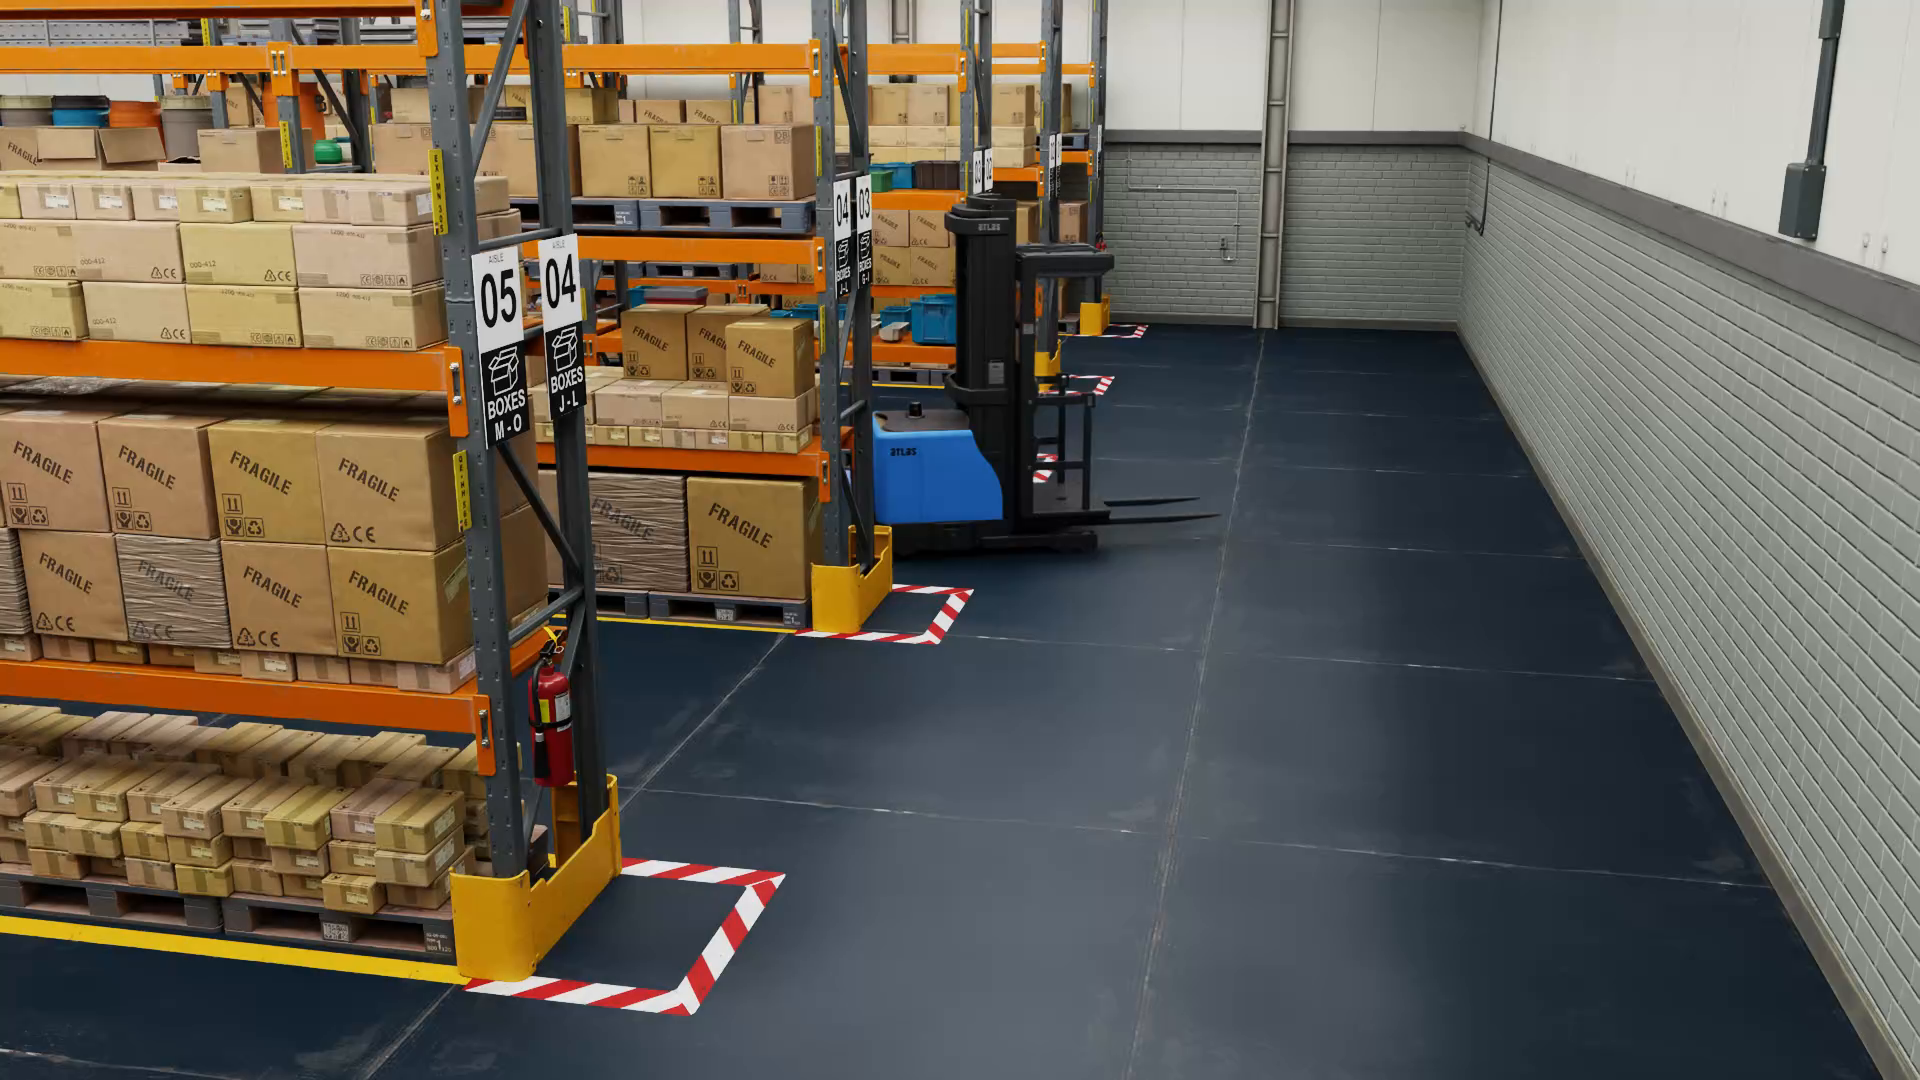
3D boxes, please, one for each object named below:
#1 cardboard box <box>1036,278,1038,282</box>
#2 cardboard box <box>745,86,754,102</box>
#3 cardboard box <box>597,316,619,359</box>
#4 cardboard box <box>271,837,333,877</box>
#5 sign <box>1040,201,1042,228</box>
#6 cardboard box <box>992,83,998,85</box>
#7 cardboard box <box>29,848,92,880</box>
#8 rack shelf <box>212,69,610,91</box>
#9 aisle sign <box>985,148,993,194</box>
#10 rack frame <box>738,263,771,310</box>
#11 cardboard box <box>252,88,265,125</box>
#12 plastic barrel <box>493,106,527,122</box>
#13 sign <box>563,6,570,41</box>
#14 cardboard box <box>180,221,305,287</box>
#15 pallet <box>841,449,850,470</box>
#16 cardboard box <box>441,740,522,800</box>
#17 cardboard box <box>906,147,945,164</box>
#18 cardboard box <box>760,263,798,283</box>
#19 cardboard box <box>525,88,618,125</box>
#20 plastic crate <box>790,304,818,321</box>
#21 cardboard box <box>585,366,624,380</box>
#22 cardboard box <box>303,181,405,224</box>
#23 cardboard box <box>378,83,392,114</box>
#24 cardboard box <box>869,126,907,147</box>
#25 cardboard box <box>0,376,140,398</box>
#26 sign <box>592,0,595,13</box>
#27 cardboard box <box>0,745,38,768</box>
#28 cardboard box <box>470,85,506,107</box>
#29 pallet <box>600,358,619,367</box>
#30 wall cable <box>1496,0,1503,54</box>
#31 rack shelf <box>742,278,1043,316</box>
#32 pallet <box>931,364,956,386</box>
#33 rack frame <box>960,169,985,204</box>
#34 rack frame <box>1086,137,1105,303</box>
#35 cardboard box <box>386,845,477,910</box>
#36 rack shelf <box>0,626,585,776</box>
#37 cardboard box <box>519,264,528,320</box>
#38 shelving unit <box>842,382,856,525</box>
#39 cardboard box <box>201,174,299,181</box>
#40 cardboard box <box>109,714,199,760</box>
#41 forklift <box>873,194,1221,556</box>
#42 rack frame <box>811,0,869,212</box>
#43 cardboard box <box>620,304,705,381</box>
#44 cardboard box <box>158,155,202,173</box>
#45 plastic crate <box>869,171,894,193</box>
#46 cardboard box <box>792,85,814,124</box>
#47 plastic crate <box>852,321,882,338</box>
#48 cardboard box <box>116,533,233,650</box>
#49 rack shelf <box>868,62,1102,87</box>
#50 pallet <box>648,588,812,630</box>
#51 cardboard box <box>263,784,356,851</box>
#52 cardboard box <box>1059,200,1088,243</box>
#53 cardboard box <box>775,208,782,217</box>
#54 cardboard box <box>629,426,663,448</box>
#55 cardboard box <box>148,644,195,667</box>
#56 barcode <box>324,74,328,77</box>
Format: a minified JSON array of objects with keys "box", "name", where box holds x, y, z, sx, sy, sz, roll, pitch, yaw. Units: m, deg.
[{"box":[0.769,-3.658,21.891,0.500,0.500,0.500,3,16,12],"name":"cardboard box"},{"box":[-3.165,-7.200,26.829,0.500,0.250,0.500,3,16,9],"name":"cardboard box"},{"box":[-4.782,-2.770,22.732,0.500,0.500,0.500,3,16,9],"name":"cardboard box"},{"box":[-2.997,1.414,7.765,0.250,0.149,0.380,2,16,9],"name":"cardboard box"},{"box":[1.021,-4.083,20.853,0.005,0.325,0.100,3,16,11],"name":"sign"},{"box":[0.362,-6.821,25.780,0.500,0.500,0.500,2,16,9],"name":"cardboard box"},{"box":[-4.261,1.487,8.059,0.250,0.149,0.380,3,16,10],"name":"cardboard box"},{"box":[-5.719,-4.892,17.394,4.000,0.370,1.077,3,16,11],"name":"rack shelf"},{"box":[0.291,-3.548,16.812,0.004,0.787,0.394,3,16,11],"name":"aisle sign"},{"box":[-2.768,-3.730,22.338,0.127,3.000,1.000,3,16,11],"name":"rack frame"},{"box":[-9.448,-6.025,23.095,0.500,0.500,0.500,5,16,16],"name":"cardboard box"},{"box":[-4.694,-4.168,17.163,0.600,0.588,0.600,0,15,0],"name":"plastic barrel"},{"box":[-3.870,-5.081,16.369,0.005,0.325,0.100,3,16,11],"name":"sign"},{"box":[-2.917,-1.233,7.049,0.500,0.250,0.500,3,16,10],"name":"cardboard box"},{"box":[-0.640,-0.932,17.460,1.213,0.211,1.003,3,16,11],"name":"pallet"},{"box":[-2.359,1.134,8.217,0.250,0.149,0.380,2,16,9],"name":"cardboard box"},{"box":[-0.385,-4.901,21.229,0.500,0.250,0.500,3,16,11],"name":"cardboard box"},{"box":[-2.323,-3.680,21.970,0.500,0.500,0.500,4,16,13],"name":"cardboard box"},{"box":[-2.804,-3.142,12.029,0.500,0.250,0.500,3,16,9],"name":"cardboard box"},{"box":[-1.600,-2.355,17.576,0.300,0.233,0.416,3,16,11],"name":"plastic crate"},{"box":[-2.757,-1.173,12.831,0.500,0.250,0.500,3,16,10],"name":"cardboard box"},{"box":[-2.524,-1.414,6.956,0.250,0.149,0.380,3,16,12],"name":"cardboard box"},{"box":[-10.047,-7.538,28.367,0.500,0.500,0.500,3,16,12],"name":"cardboard box"},{"box":[-0.873,-5.171,21.266,0.500,0.250,0.500,3,16,11],"name":"cardboard box"},{"box":[-4.312,-0.509,8.091,0.500,0.500,0.500,4,16,13],"name":"cardboard box"},{"box":[-5.803,-8.476,26.335,0.005,0.325,0.100,3,16,11],"name":"sign"},{"box":[-4.761,1.149,8.163,0.250,0.149,0.380,3,16,10],"name":"cardboard box"},{"box":[-6.262,-5.893,22.469,0.500,0.500,0.500,3,16,11],"name":"cardboard box"},{"box":[-4.772,-2.484,23.063,1.213,0.211,1.003,3,16,11],"name":"pallet"},{"box":[7.067,-7.540,21.210,0.112,2.526,3.097,3,16,11],"name":"wall cable"},{"box":[-0.808,-3.277,22.050,4.000,0.370,1.077,3,16,11],"name":"rack shelf"},{"box":[0.296,-2.219,22.109,1.213,0.211,1.003,3,16,11],"name":"pallet"},{"box":[0.161,-2.221,16.893,0.127,3.000,1.000,3,16,11],"name":"rack frame"},{"box":[2.135,-4.813,26.249,0.127,3.000,1.000,3,16,11],"name":"rack frame"},{"box":[-2.471,1.564,7.779,0.250,0.149,0.380,3,16,12],"name":"cardboard box"},{"box":[-3.873,0.607,8.031,4.000,0.370,1.077,3,16,11],"name":"rack shelf"},{"box":[-2.303,-1.098,7.498,0.500,0.250,0.500,4,16,13],"name":"cardboard box"},{"box":[-1.345,-0.642,14.000,1.048,1.500,0.538,3,16,10],"name":"shelving unit"},{"box":[-3.195,-1.568,7.512,0.250,0.149,0.380,4,16,13],"name":"cardboard box"},{"box":[-4.140,1.039,8.560,0.250,0.149,0.380,3,16,9],"name":"cardboard box"},{"box":[0.725,-1.442,14.206,3.031,2.935,1.130,-2,16,-9],"name":"forklift"},{"box":[-0.826,-3.817,11.414,0.127,3.000,1.000,3,16,11],"name":"rack frame"},{"box":[-2.242,-1.507,12.632,0.500,0.500,0.500,3,16,10],"name":"cardboard box"},{"box":[-5.803,-2.826,12.835,0.500,0.311,0.500,3,16,9],"name":"cardboard box"},{"box":[-0.863,-3.543,16.440,0.336,0.188,0.450,3,16,11],"name":"plastic crate"},{"box":[-1.822,-5.626,21.504,0.500,0.500,0.700,3,16,11],"name":"cardboard box"},{"box":[-0.955,-2.139,16.975,0.243,0.136,0.396,3,16,11],"name":"plastic crate"},{"box":[-3.408,0.165,7.533,0.500,0.500,0.500,3,16,11],"name":"cardboard box"},{"box":[0.175,-7.271,25.981,4.000,0.370,1.077,3,16,11],"name":"rack shelf"},{"box":[-1.625,0.396,12.667,1.213,0.211,1.003,3,16,11],"name":"pallet"},{"box":[-2.997,1.280,7.690,0.250,0.149,0.380,3,16,10],"name":"cardboard box"},{"box":[1.633,-4.982,26.297,0.700,0.700,0.980,4,16,14],"name":"cardboard box"},{"box":[-2.362,-4.161,21.835,0.500,0.500,0.500,4,16,13],"name":"cardboard box"},{"box":[-2.242,-0.792,12.201,0.250,0.149,0.380,3,16,10],"name":"cardboard box"},{"box":[-3.534,0.452,7.710,0.250,0.149,0.380,2,16,9],"name":"cardboard box"},{"box":[-10.901,-7.999,28.572,0.075,0.075,0.001,3,16,11],"name":"barcode"}]
